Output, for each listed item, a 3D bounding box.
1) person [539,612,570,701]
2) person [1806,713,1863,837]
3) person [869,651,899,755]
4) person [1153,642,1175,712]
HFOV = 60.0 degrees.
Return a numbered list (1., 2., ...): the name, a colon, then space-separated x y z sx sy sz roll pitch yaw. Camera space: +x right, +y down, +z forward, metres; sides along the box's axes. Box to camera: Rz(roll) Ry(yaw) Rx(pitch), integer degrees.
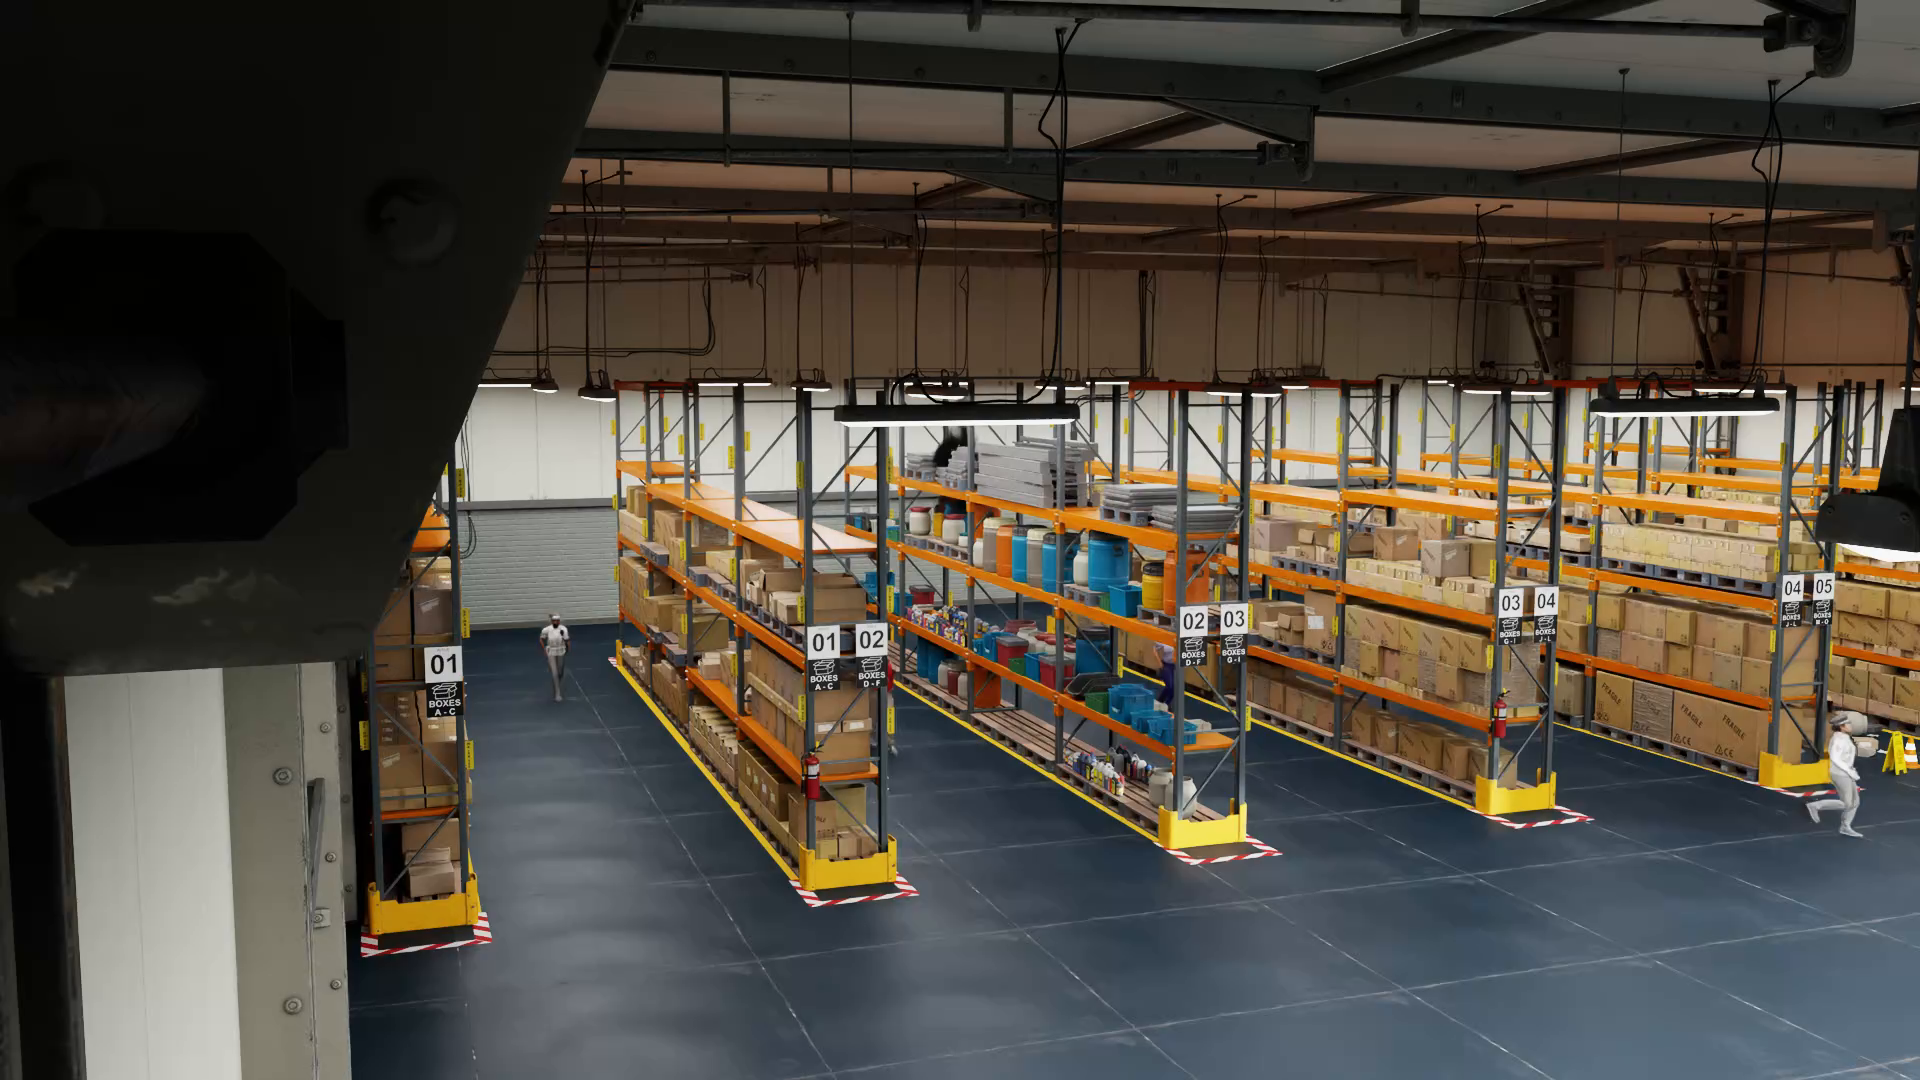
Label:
1. person: -7.694 2.177 31.592 0.559 1.678 0.813 -3 7 -25
2. person: 11.835 3.156 22.418 0.675 1.665 0.633 3 7 29
3. person: -1.337 2.611 27.226 0.631 1.792 0.830 -4 7 -34
4. person: 3.847 2.343 30.133 0.586 1.613 0.584 -2 6 -17
